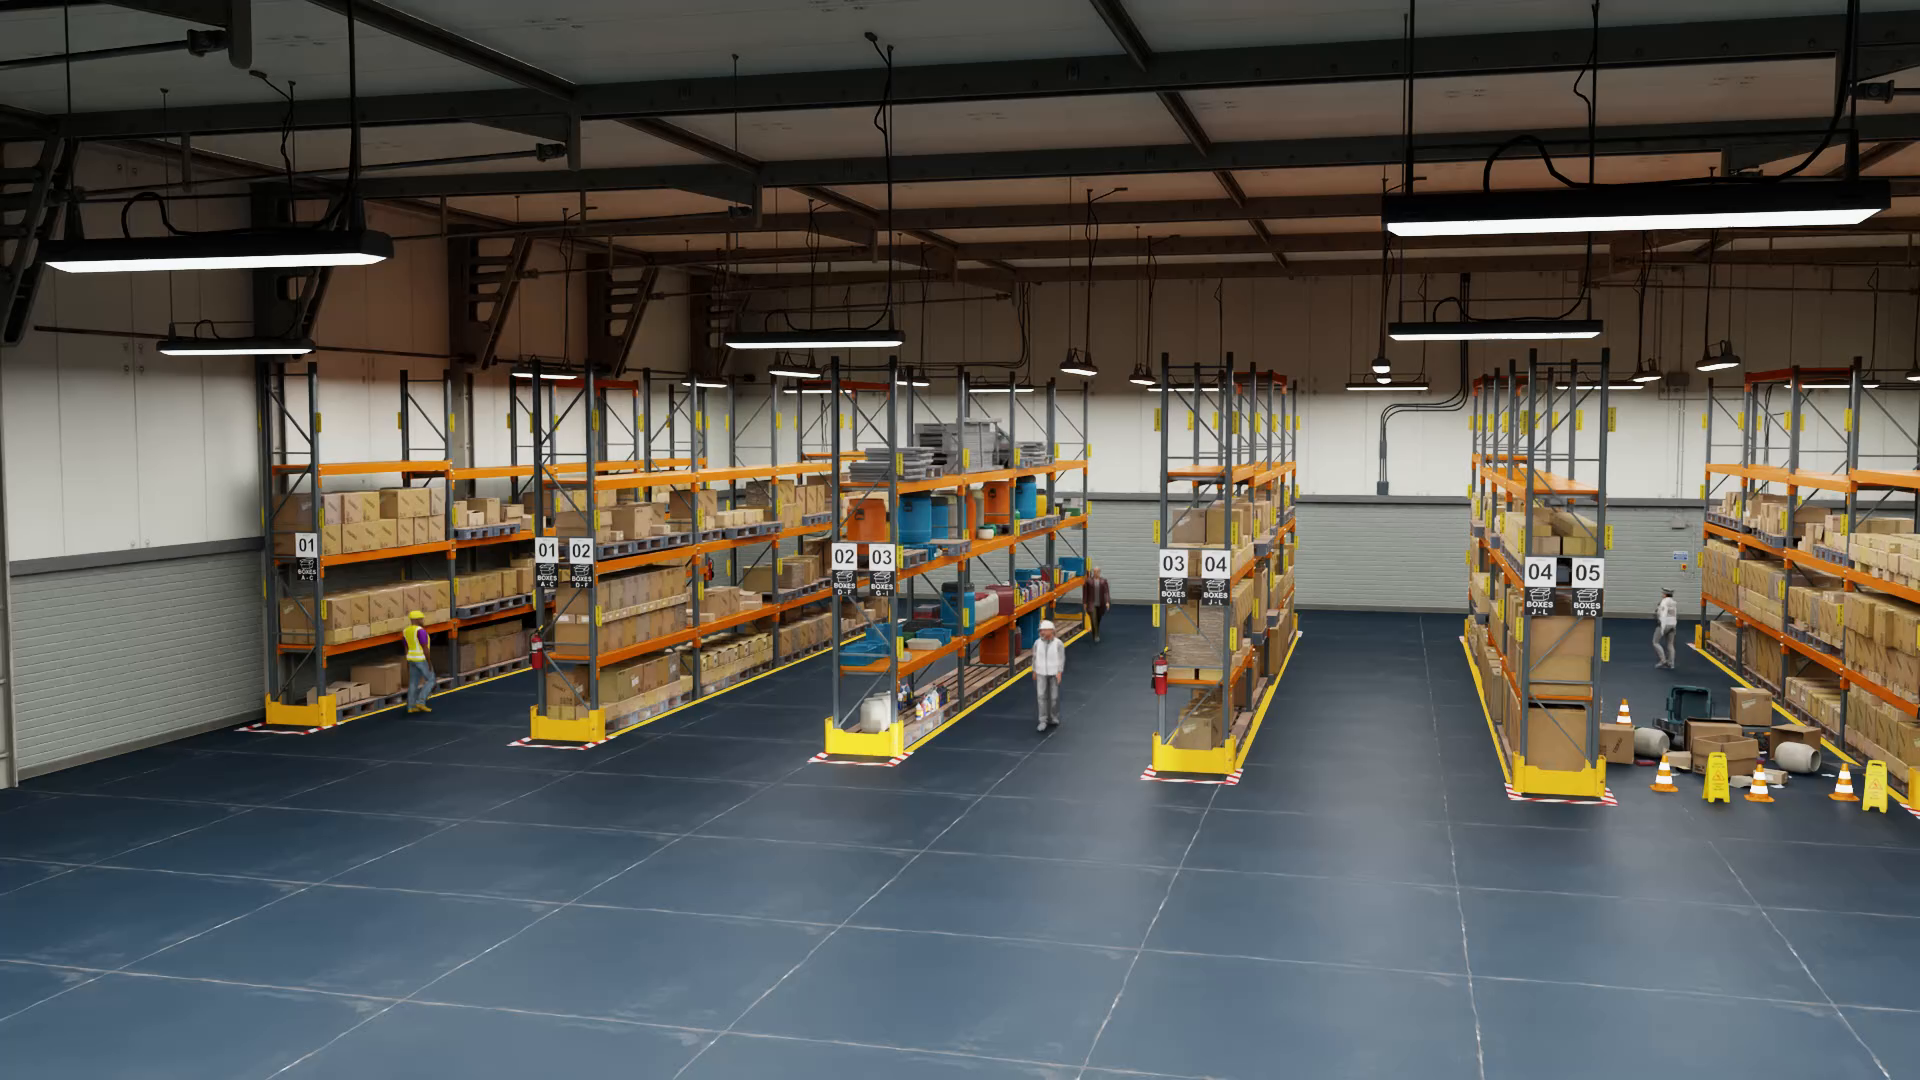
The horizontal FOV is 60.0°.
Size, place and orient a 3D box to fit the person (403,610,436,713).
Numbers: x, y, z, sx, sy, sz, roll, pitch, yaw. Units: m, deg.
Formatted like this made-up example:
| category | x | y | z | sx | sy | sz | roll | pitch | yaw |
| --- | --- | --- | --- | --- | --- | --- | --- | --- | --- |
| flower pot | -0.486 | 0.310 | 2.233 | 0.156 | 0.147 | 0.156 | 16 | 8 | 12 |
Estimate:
| category | x | y | z | sx | sy | sz | roll | pitch | yaw |
| --- | --- | --- | --- | --- | --- | --- | --- | --- | --- |
| person | -9.354 | 2.090 | 28.687 | 0.636 | 1.747 | 0.453 | 2 | 5 | 29 |

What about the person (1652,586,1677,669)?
| category | x | y | z | sx | sy | sz | roll | pitch | yaw |
| --- | --- | --- | --- | --- | --- | --- | --- | --- | --- |
| person | 14.397 | 1.778 | 33.858 | 0.498 | 1.670 | 0.426 | -2 | 4 | -22 |

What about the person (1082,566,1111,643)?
| category | x | y | z | sx | sy | sz | roll | pitch | yaw |
| --- | --- | --- | --- | --- | --- | --- | --- | --- | --- |
| person | 3.113 | 1.453 | 37.904 | 0.578 | 1.712 | 1.198 | -1 | 4 | -10 |

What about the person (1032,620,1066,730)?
| category | x | y | z | sx | sy | sz | roll | pitch | yaw |
| --- | --- | --- | --- | --- | --- | --- | --- | --- | --- |
| person | 1.445 | 2.190 | 27.269 | 0.575 | 1.738 | 0.871 | 1 | 4 | 11 |
